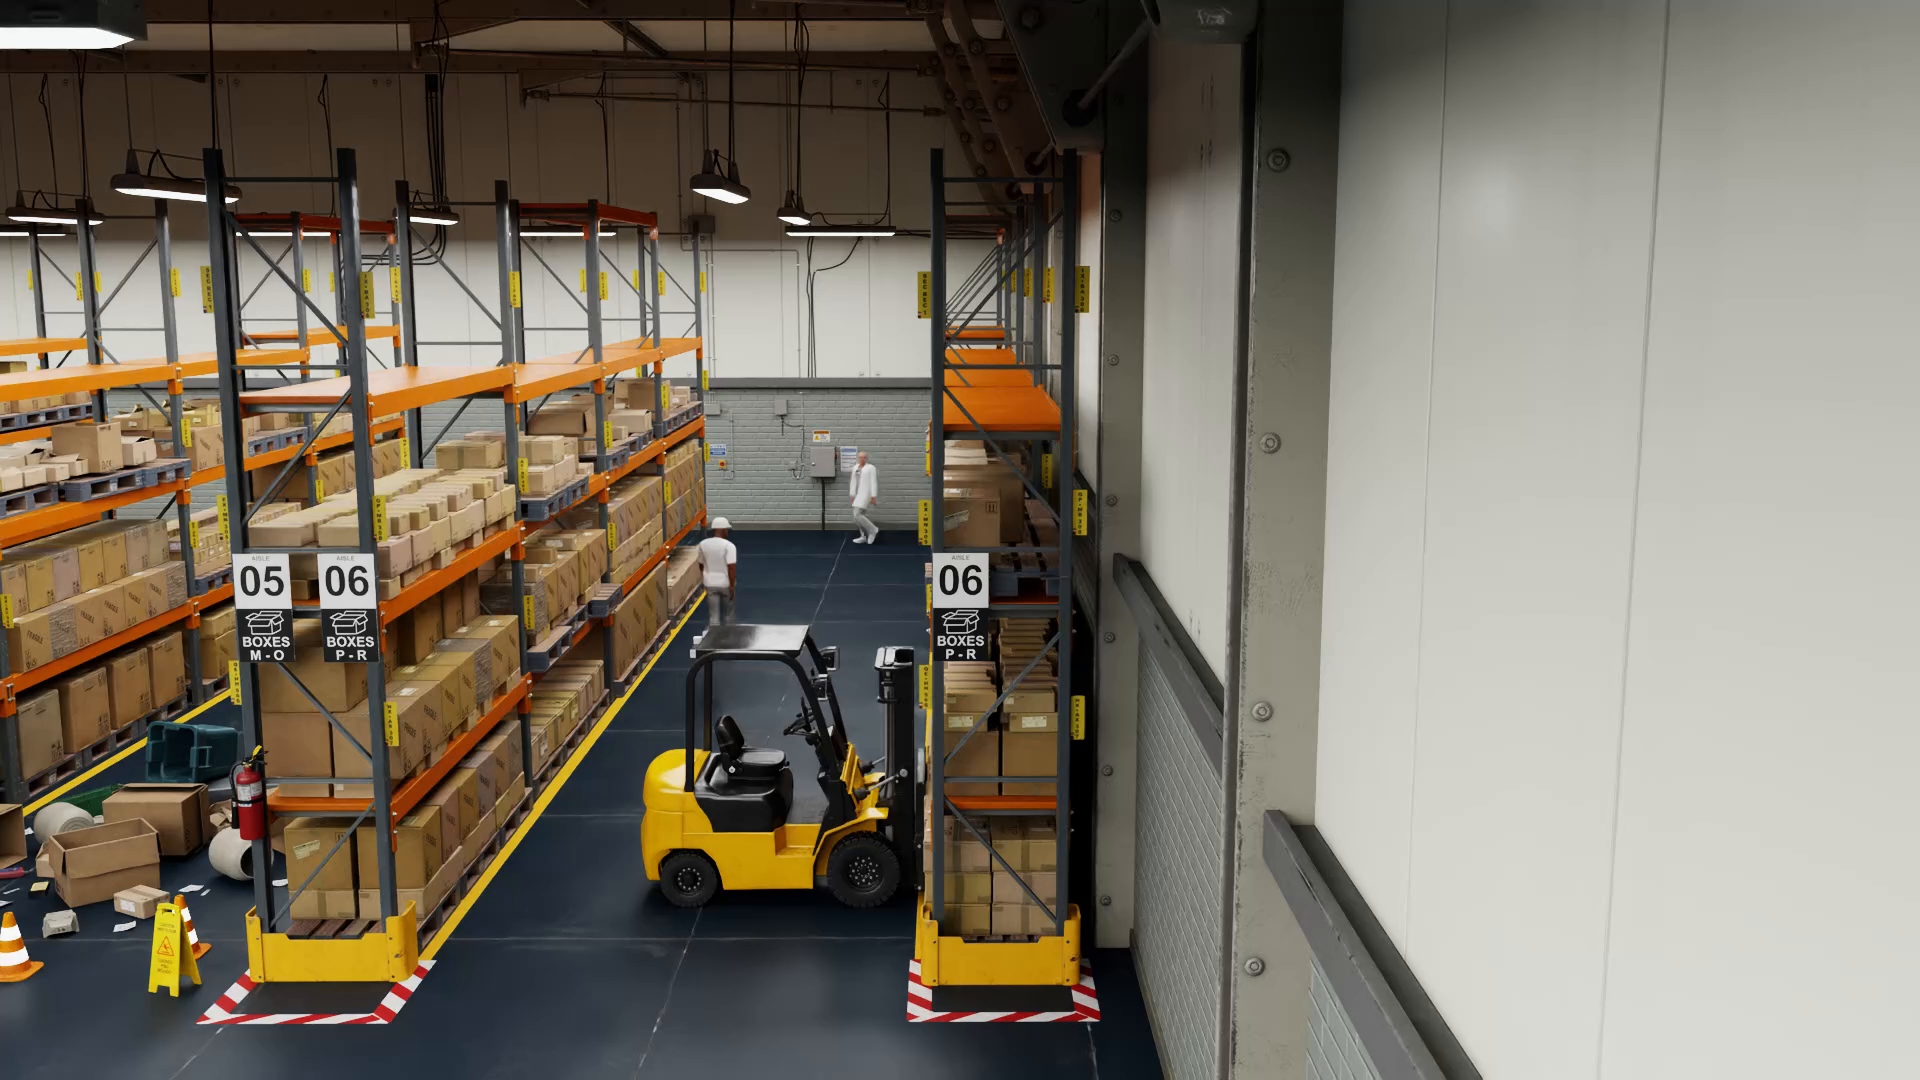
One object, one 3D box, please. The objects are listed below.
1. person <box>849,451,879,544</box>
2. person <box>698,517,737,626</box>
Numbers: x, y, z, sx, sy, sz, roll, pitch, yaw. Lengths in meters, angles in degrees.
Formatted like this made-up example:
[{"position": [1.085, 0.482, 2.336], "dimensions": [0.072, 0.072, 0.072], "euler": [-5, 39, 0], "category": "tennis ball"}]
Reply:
[{"position": [-1.851, -0.819, 31.840], "dimensions": [0.523, 1.777, 0.577], "euler": [-3, 10, -19], "category": "person"}, {"position": [-3.104, 0.620, 21.323], "dimensions": [0.504, 1.839, 0.677], "euler": [-1, 9, -4], "category": "person"}]
